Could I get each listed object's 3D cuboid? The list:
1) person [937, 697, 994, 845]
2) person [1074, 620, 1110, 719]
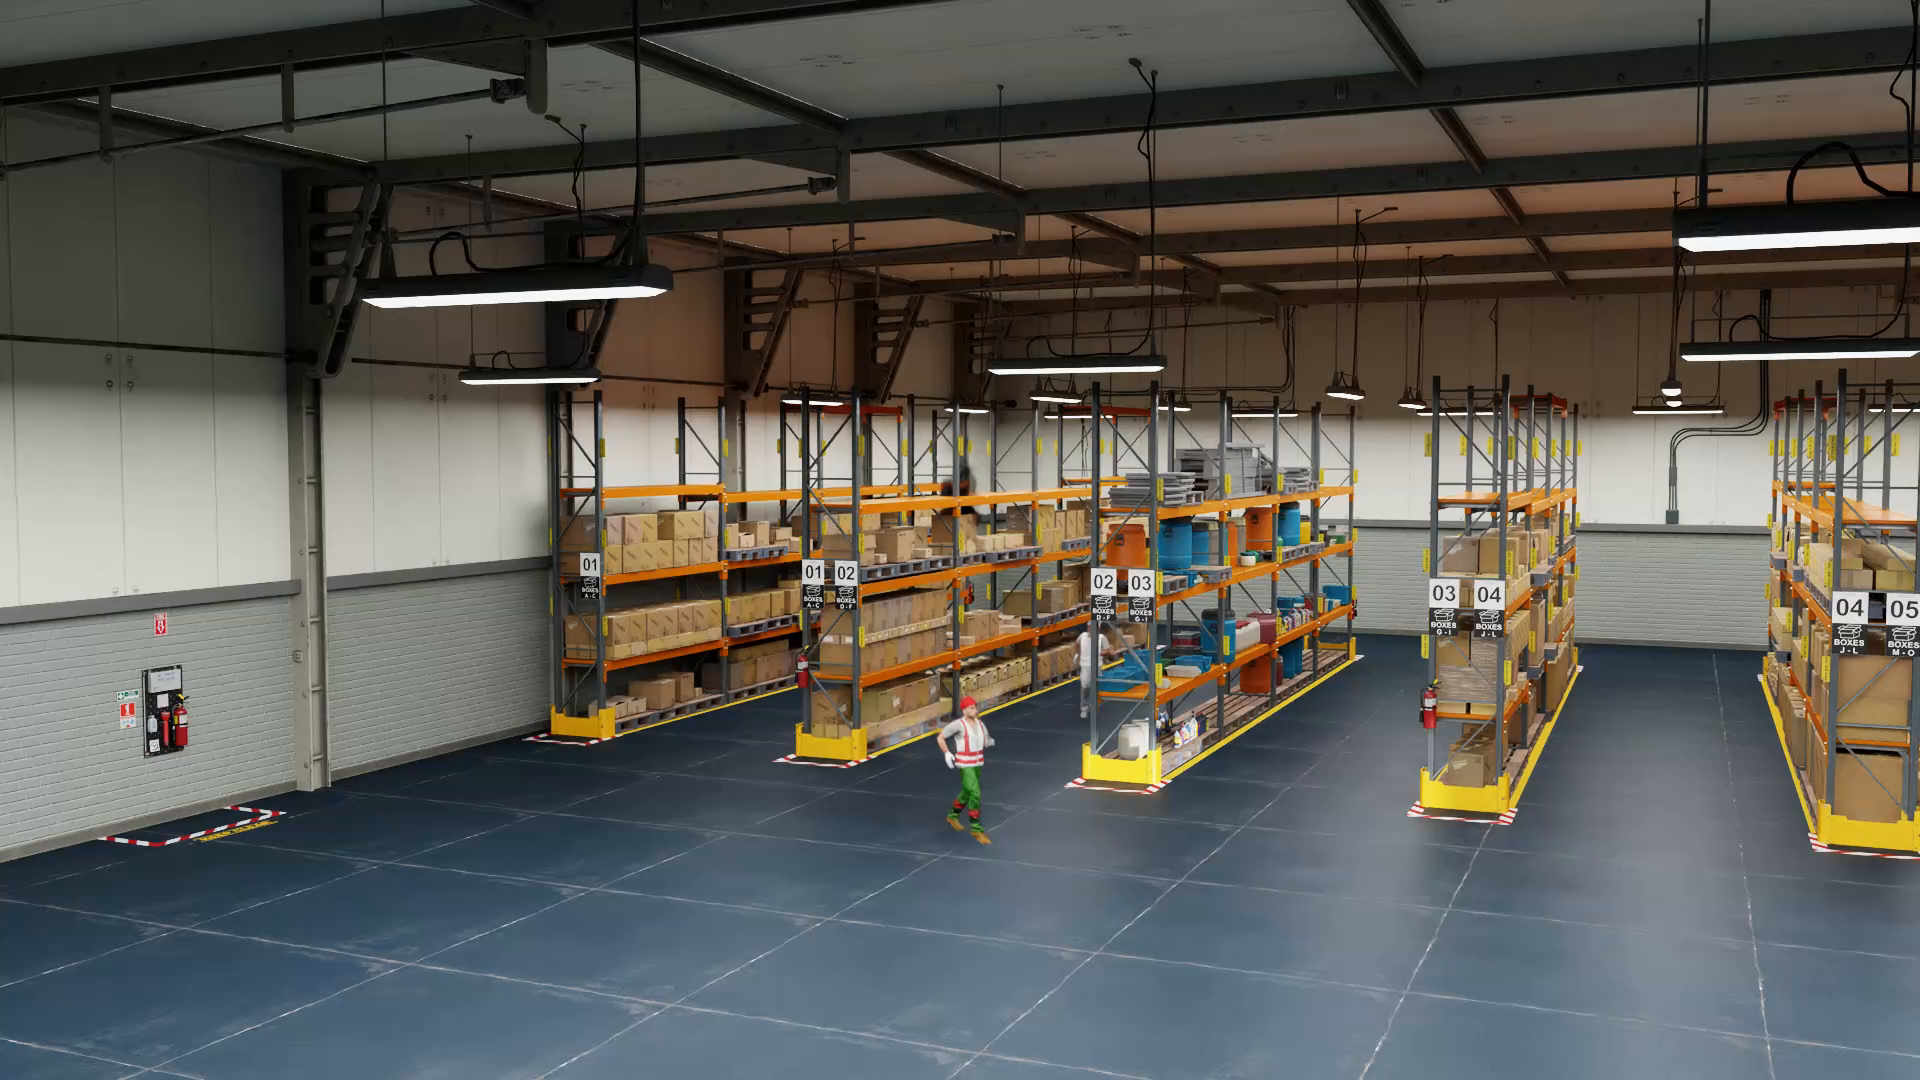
[{"bbox_3d":[0.112,2.915,21.254,0.859,1.829,0.652,3,4,41],"label":"person"},{"bbox_3d":[2.460,2.383,31.065,0.687,1.831,0.790,1,3,10],"label":"person"}]
